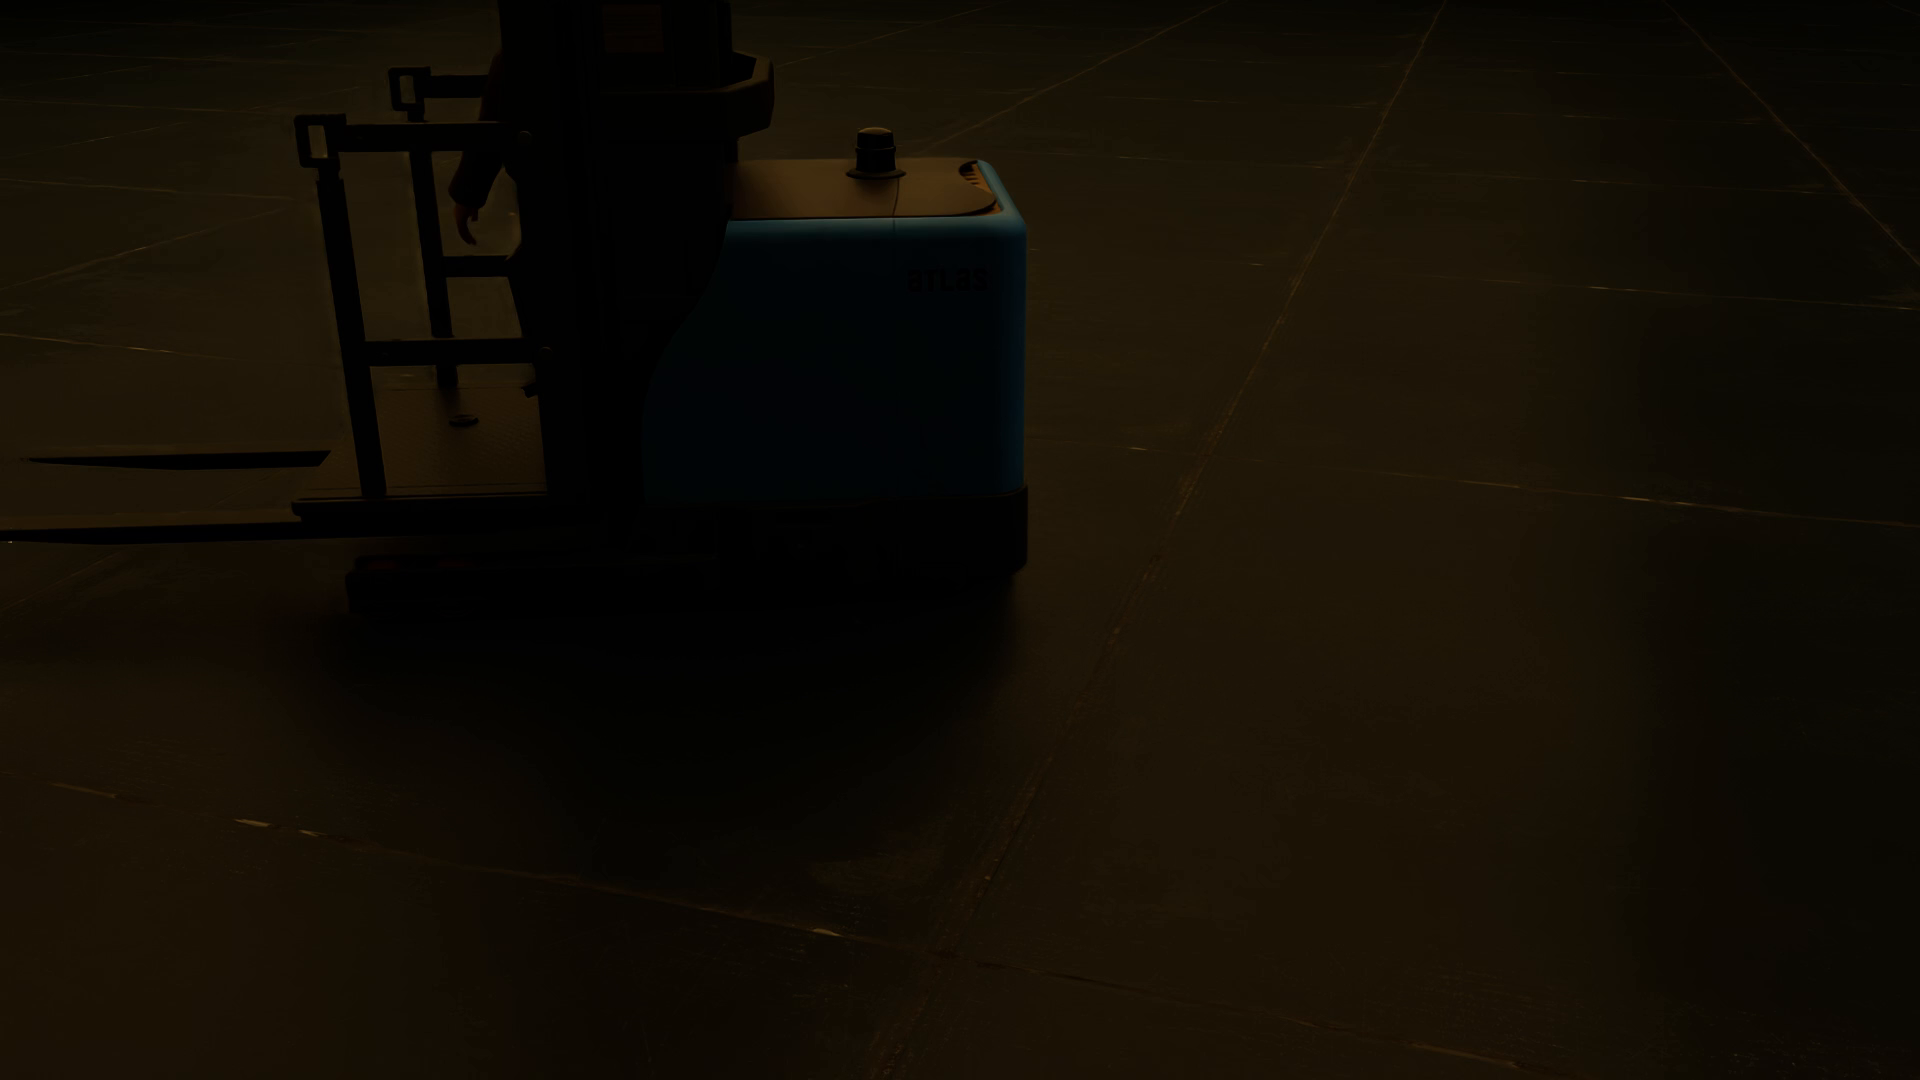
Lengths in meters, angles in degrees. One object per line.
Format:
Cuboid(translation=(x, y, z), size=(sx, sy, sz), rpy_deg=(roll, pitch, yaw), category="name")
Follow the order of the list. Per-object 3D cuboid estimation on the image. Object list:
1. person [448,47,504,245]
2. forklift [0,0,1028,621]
Cuboid(translation=(-1.148, -1.008, 5.122), size=(0.969, 1.721, 0.750), rpy_deg=(19, 29, 38), category="person")
Cuboid(translation=(-1.353, -1.343, 4.532), size=(3.031, 2.935, 1.130), rpy_deg=(-2, 23, -4), category="forklift")
